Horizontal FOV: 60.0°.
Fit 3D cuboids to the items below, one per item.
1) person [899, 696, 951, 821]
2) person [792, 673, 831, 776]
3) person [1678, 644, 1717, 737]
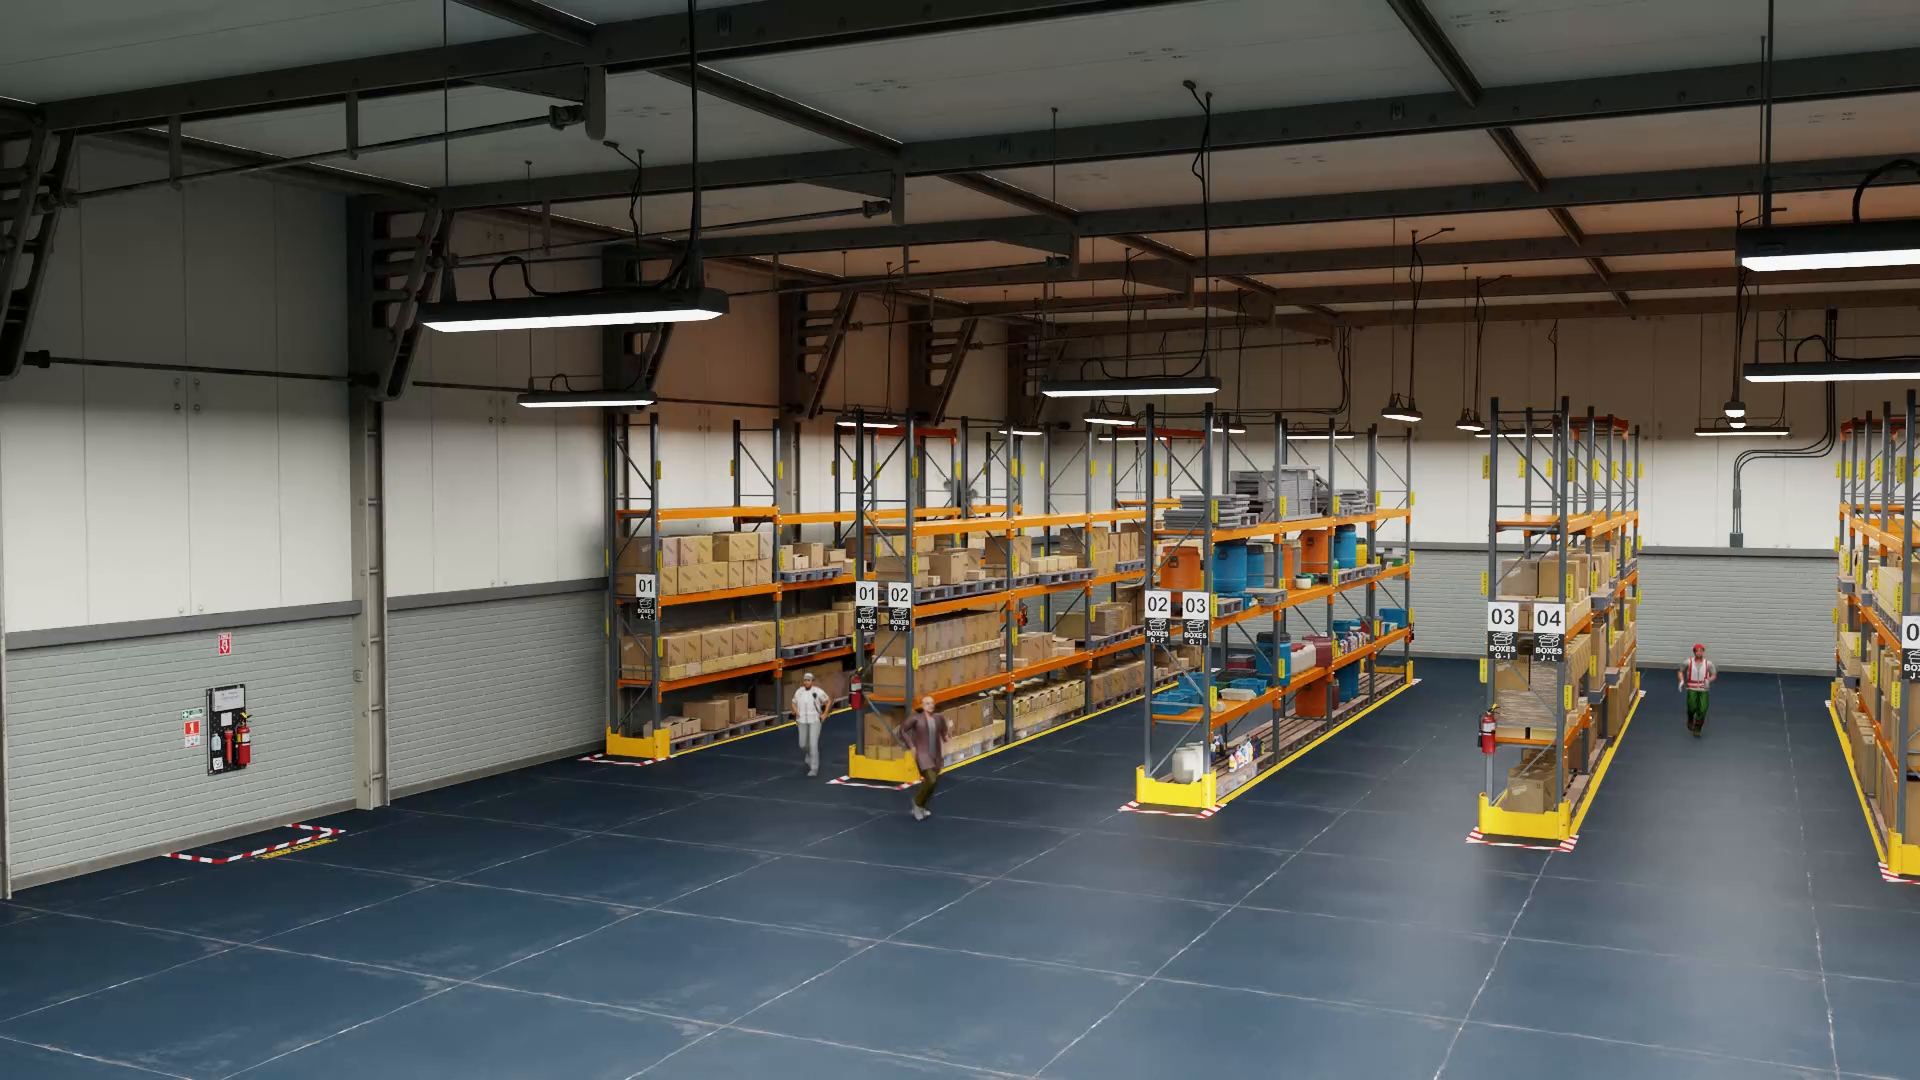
[{"bbox_3d":[-0.435,3.125,23.815,0.676,1.785,0.739,-2,3,-34],"label":"person"},{"bbox_3d":[-2.475,3.039,27.580,0.665,1.694,0.799,0,2,11],"label":"person"},{"bbox_3d":[13.822,2.820,31.155,0.653,1.742,0.587,1,3,19],"label":"person"}]
